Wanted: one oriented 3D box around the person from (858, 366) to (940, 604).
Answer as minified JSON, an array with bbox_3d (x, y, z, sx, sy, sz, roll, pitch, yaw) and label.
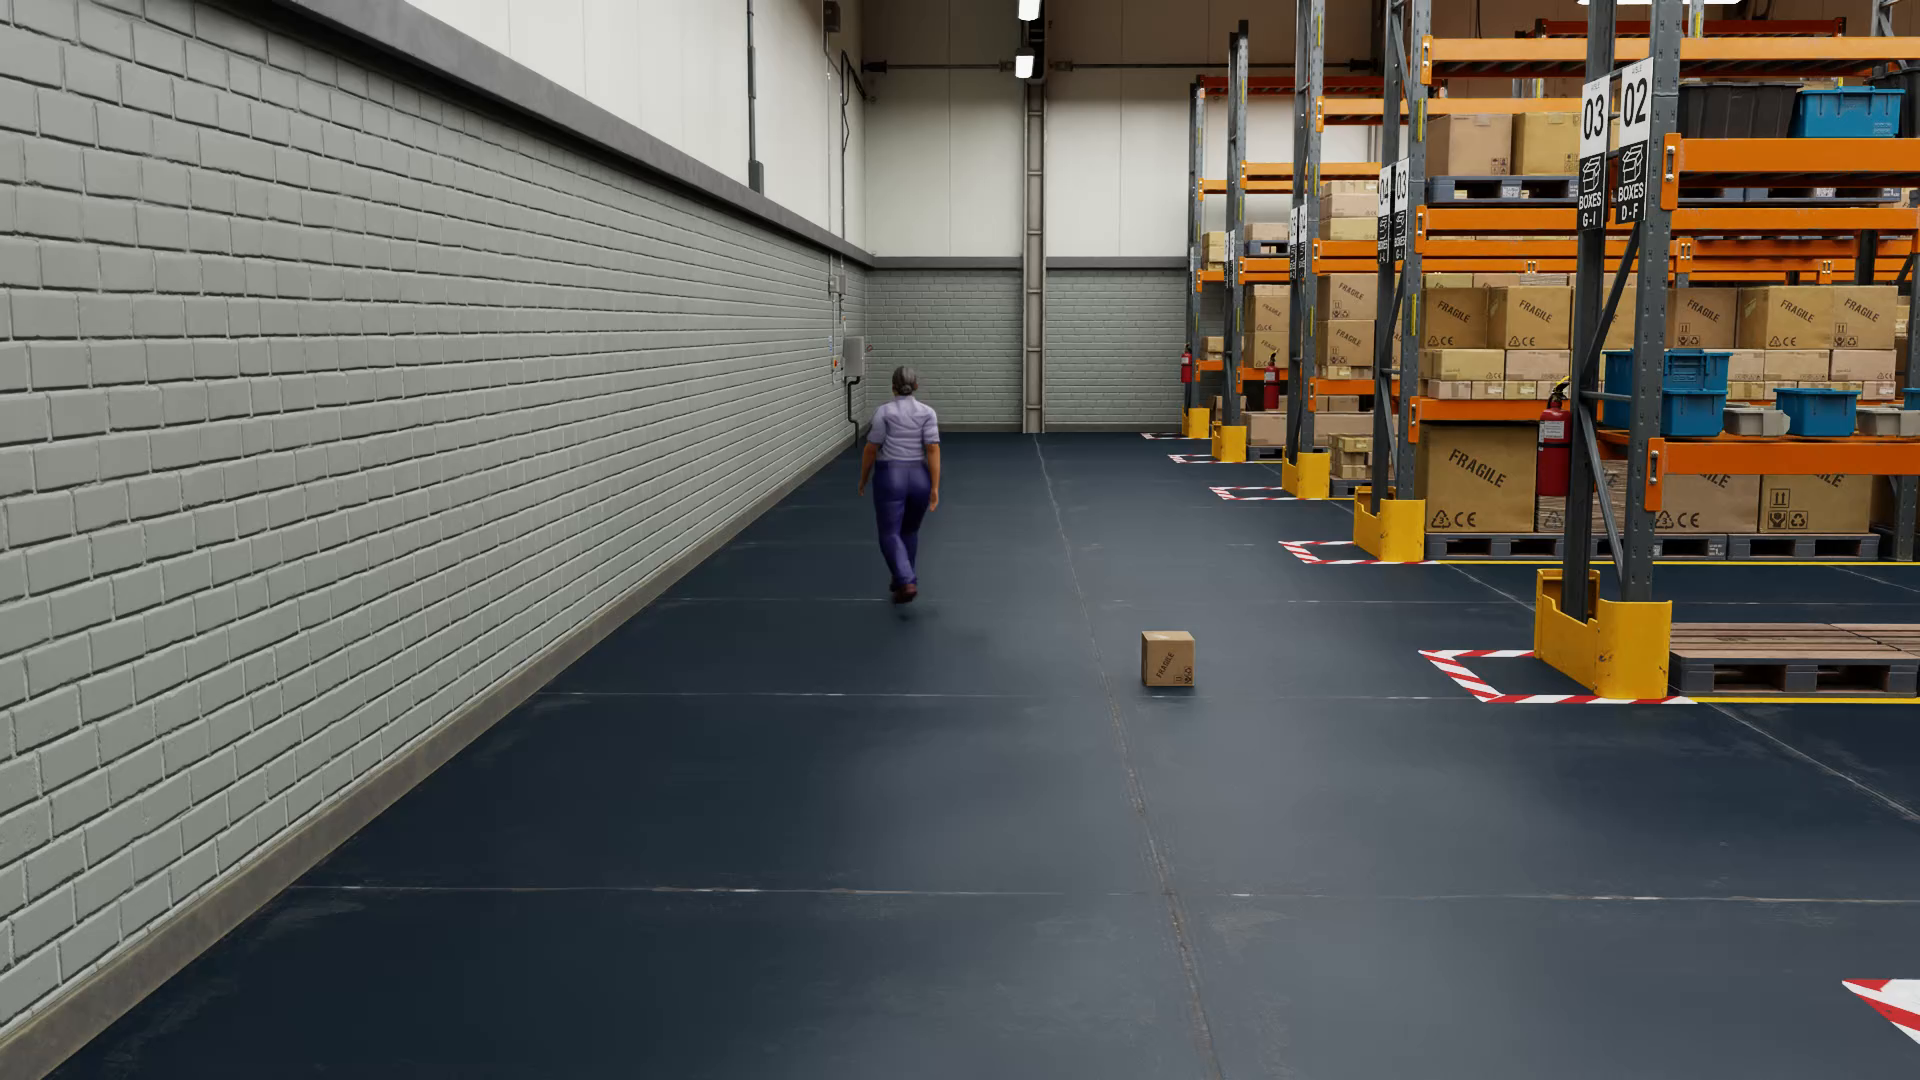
[{"bbox_3d":[-0.398,-0.369,11.154,0.484,1.597,0.992,-3,8,-22],"label":"person"}]
